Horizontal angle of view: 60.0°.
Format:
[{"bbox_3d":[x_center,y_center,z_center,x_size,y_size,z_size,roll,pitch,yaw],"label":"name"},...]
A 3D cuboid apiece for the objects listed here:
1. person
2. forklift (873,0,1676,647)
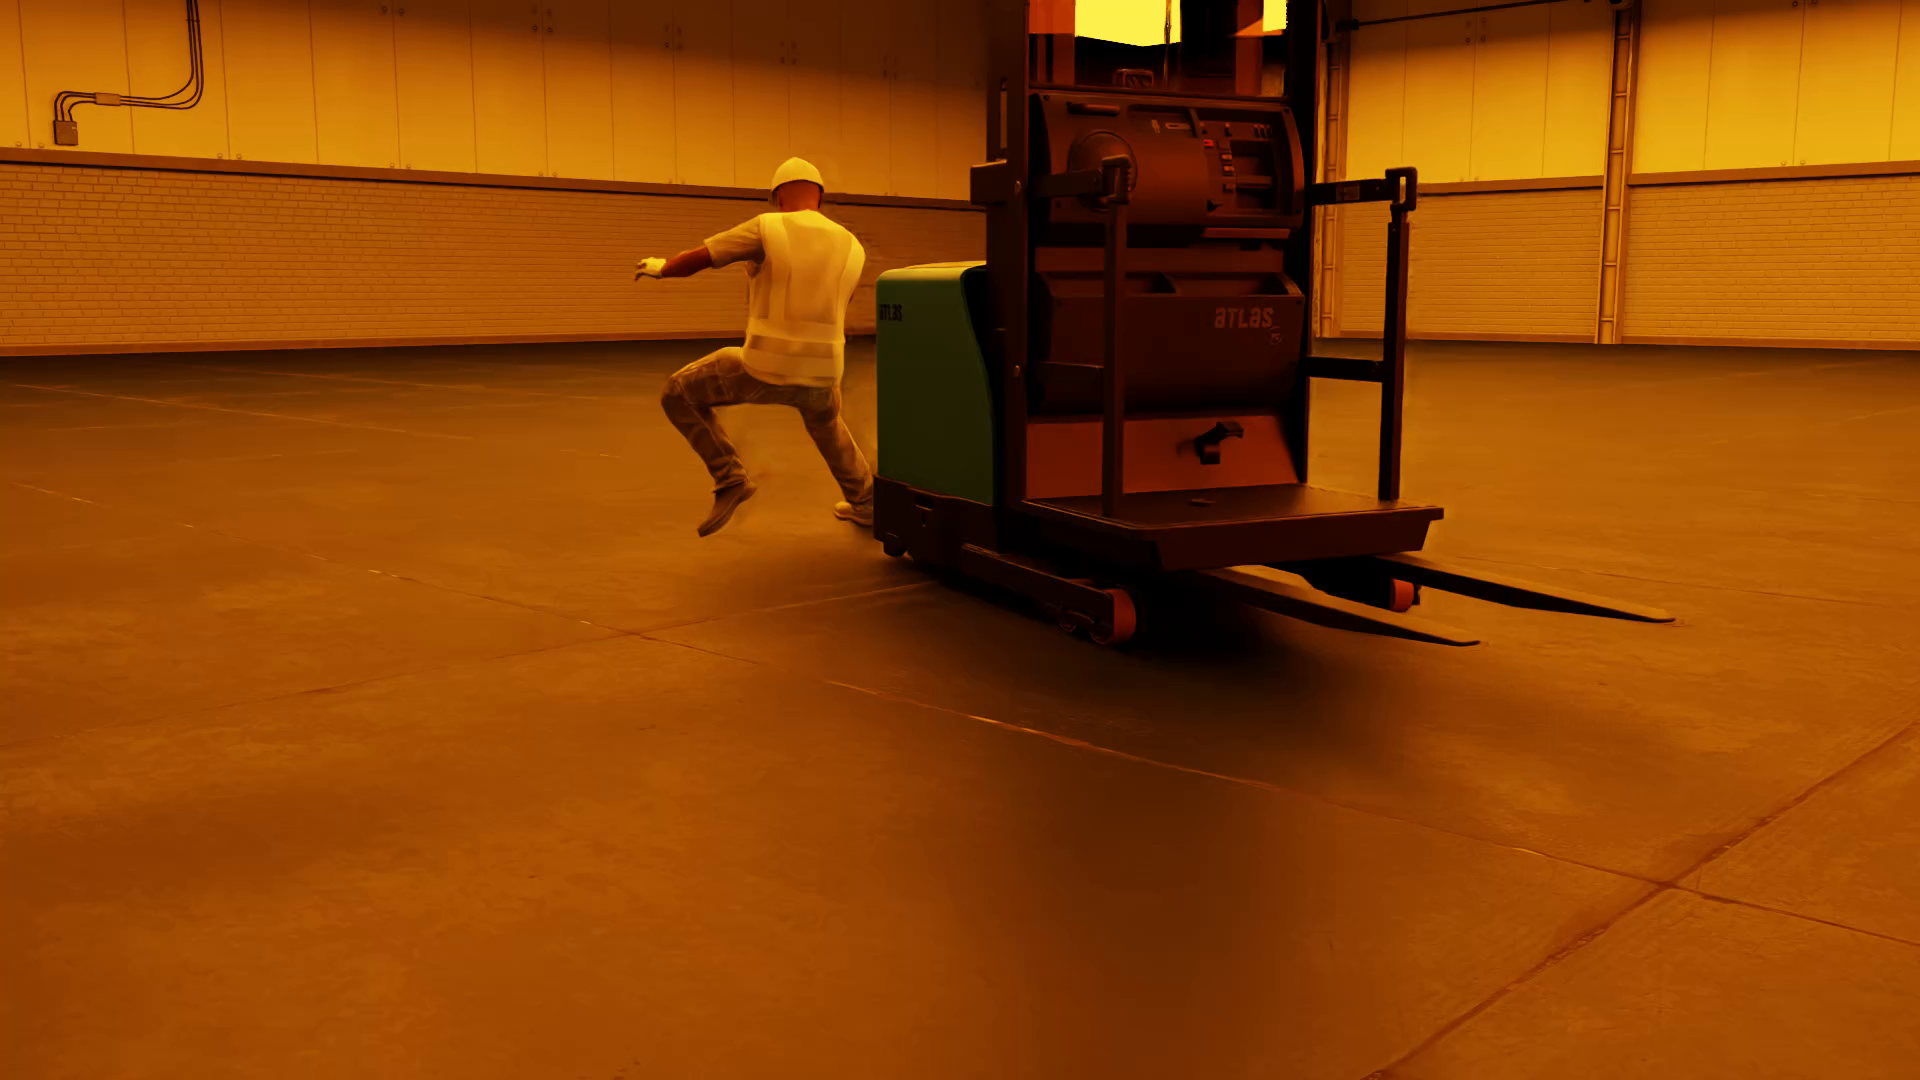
[{"bbox_3d":[-0.770,-0.784,6.815,1.011,1.527,0.795,-5,10,-32],"label":"person"},{"bbox_3d":[0.762,-1.223,4.998,1.130,2.935,3.031,-4,9,-25],"label":"forklift"}]
